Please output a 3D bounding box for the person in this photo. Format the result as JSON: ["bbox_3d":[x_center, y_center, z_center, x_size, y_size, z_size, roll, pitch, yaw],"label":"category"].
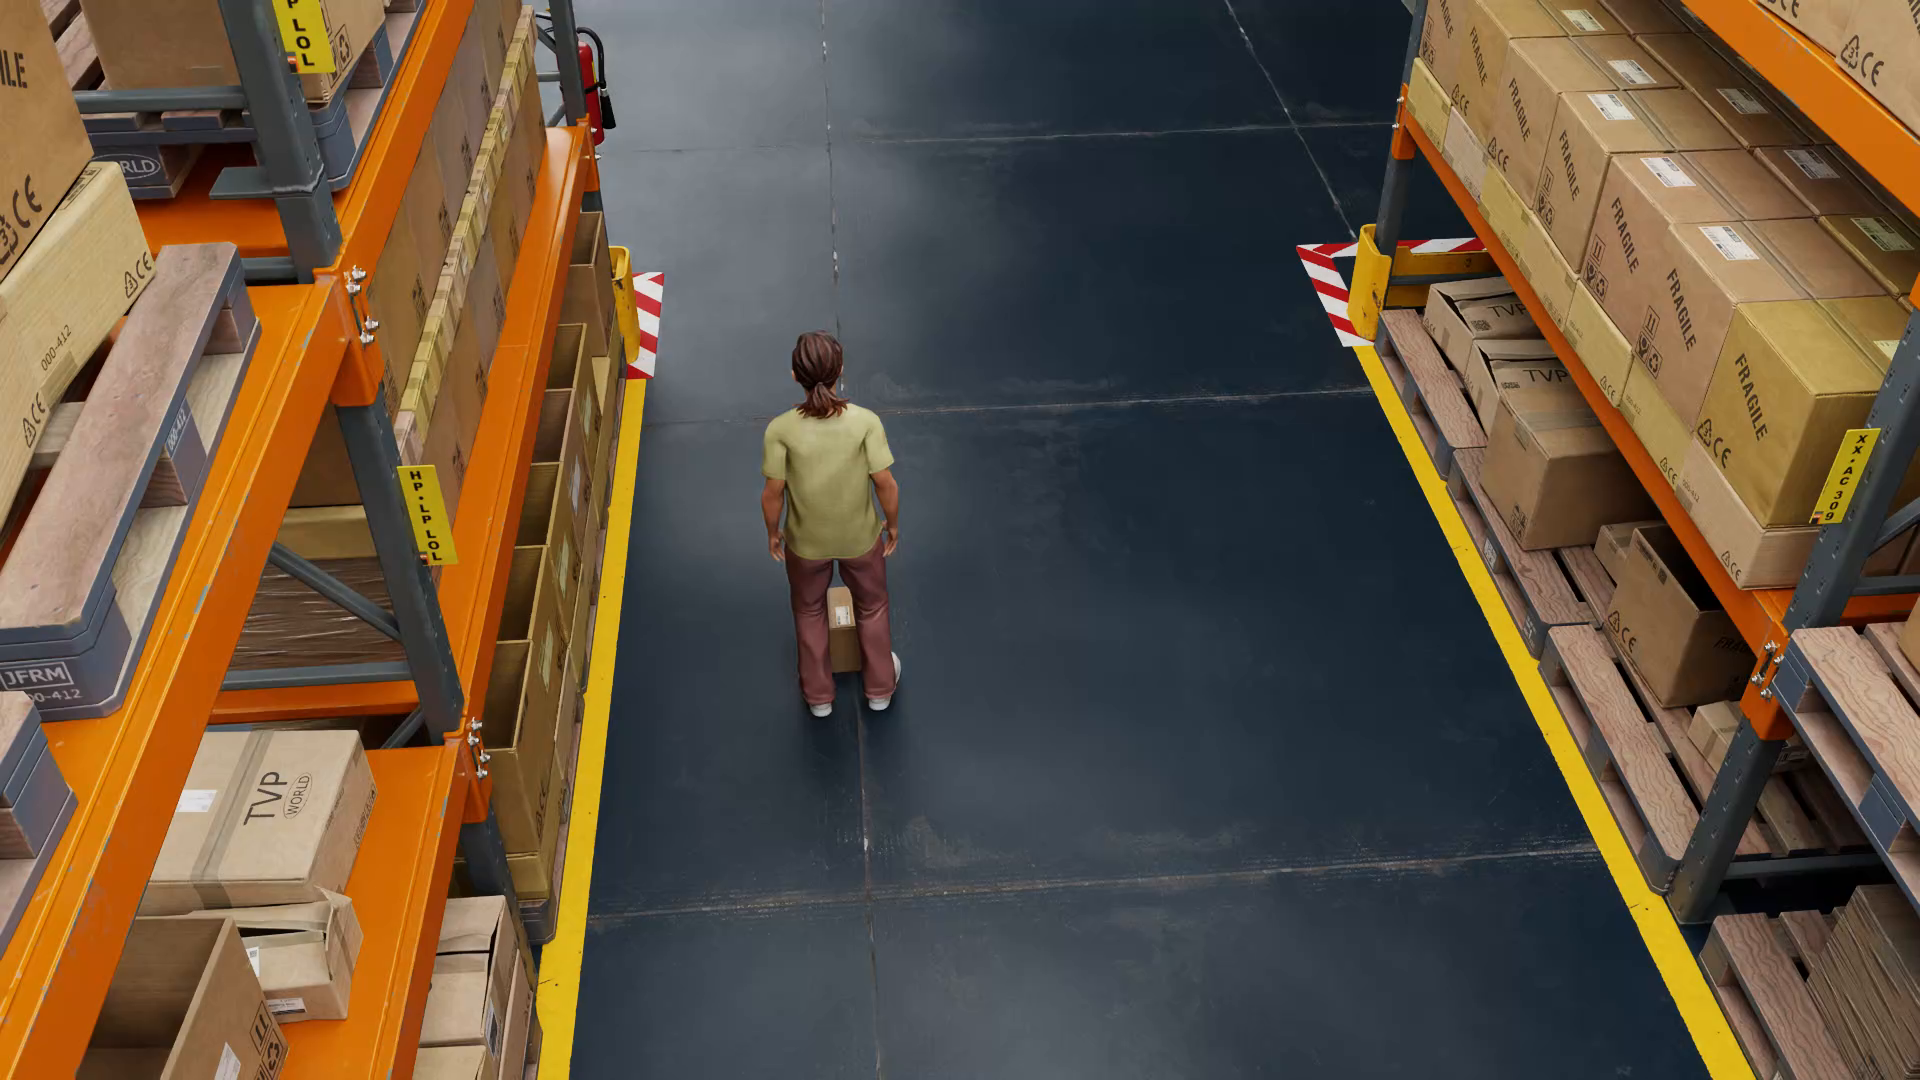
[{"bbox_3d":[-0.475,-0.025,6.186,0.496,1.672,0.362,-4,39,-5],"label":"person"}]
